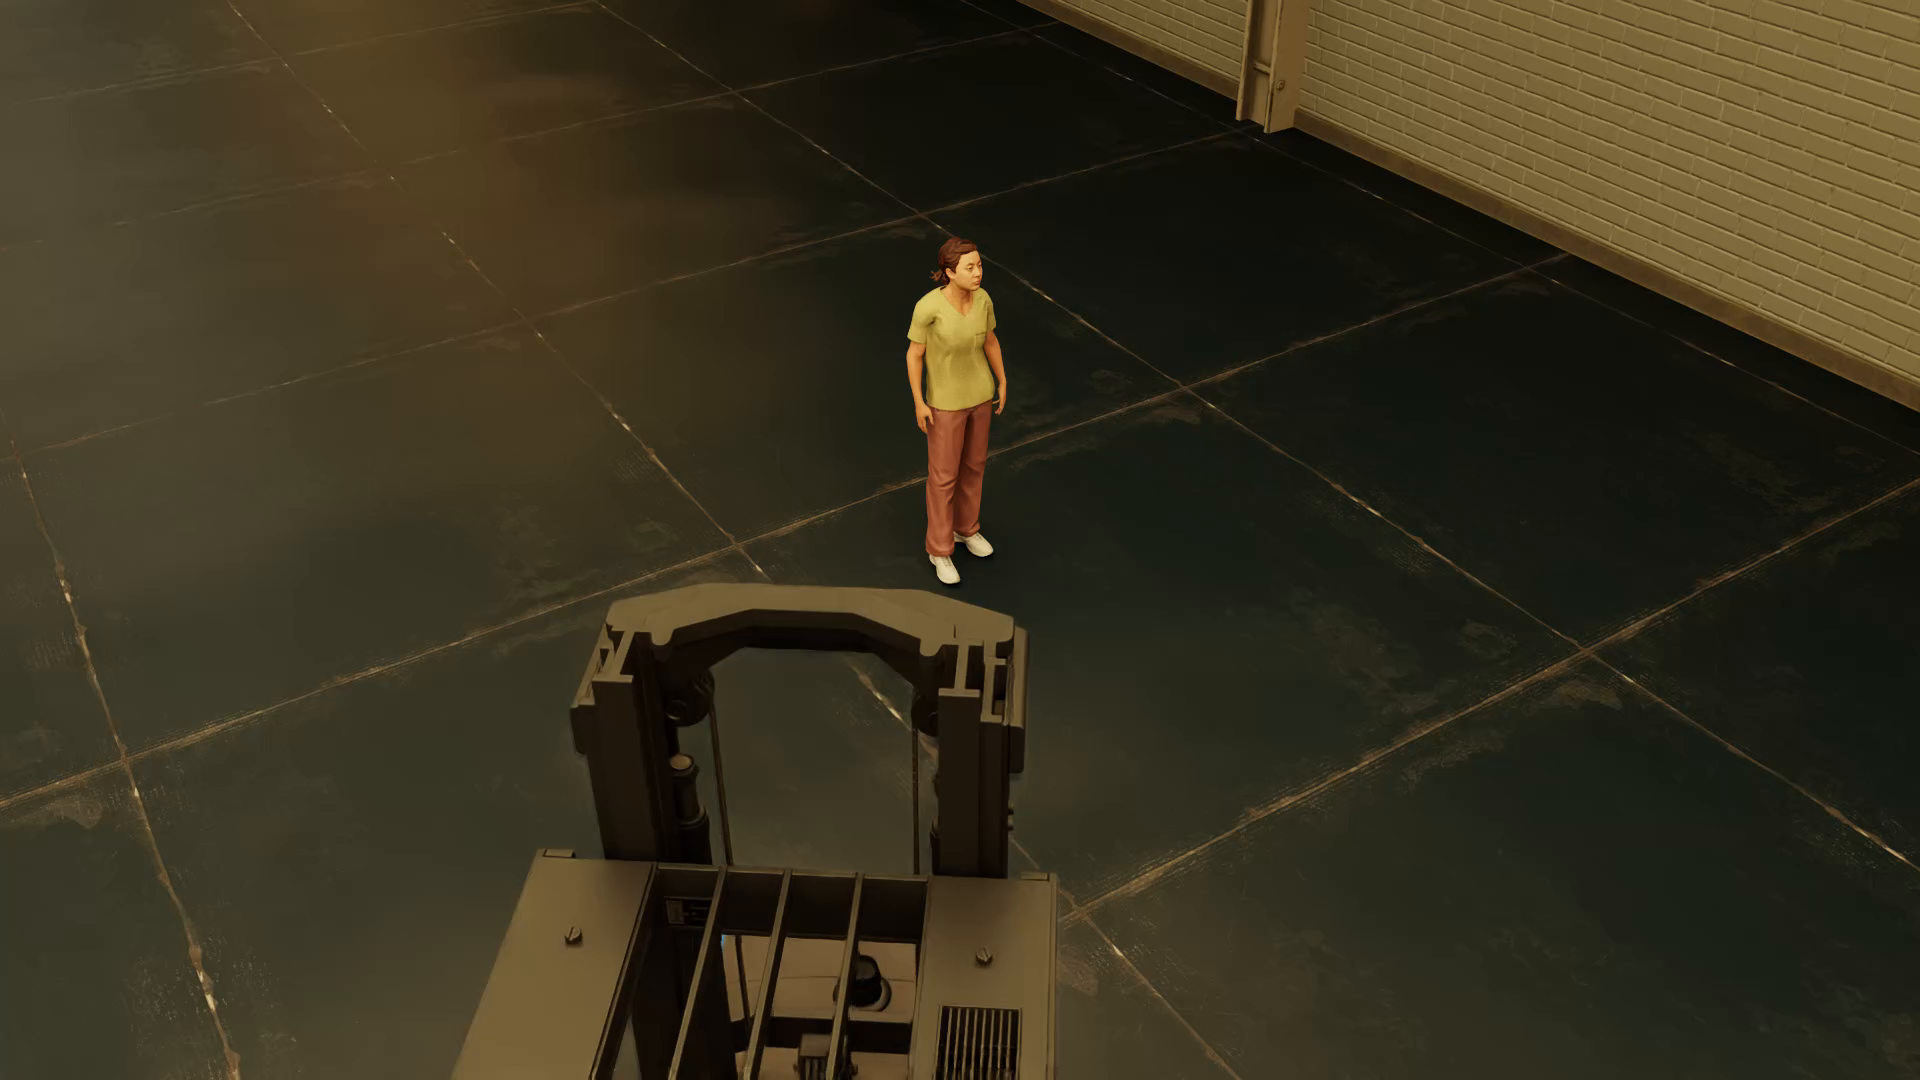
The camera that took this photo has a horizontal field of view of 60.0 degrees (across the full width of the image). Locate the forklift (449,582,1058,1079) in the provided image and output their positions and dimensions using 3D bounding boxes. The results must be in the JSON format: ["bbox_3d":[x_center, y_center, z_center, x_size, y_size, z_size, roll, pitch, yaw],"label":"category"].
[{"bbox_3d":[-0.359,1.675,3.764,1.130,2.935,3.031,2,35,3],"label":"forklift"}]

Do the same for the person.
[{"bbox_3d":[0.031,-0.652,8.155,0.553,1.673,0.548,-21,40,-27],"label":"person"}]
